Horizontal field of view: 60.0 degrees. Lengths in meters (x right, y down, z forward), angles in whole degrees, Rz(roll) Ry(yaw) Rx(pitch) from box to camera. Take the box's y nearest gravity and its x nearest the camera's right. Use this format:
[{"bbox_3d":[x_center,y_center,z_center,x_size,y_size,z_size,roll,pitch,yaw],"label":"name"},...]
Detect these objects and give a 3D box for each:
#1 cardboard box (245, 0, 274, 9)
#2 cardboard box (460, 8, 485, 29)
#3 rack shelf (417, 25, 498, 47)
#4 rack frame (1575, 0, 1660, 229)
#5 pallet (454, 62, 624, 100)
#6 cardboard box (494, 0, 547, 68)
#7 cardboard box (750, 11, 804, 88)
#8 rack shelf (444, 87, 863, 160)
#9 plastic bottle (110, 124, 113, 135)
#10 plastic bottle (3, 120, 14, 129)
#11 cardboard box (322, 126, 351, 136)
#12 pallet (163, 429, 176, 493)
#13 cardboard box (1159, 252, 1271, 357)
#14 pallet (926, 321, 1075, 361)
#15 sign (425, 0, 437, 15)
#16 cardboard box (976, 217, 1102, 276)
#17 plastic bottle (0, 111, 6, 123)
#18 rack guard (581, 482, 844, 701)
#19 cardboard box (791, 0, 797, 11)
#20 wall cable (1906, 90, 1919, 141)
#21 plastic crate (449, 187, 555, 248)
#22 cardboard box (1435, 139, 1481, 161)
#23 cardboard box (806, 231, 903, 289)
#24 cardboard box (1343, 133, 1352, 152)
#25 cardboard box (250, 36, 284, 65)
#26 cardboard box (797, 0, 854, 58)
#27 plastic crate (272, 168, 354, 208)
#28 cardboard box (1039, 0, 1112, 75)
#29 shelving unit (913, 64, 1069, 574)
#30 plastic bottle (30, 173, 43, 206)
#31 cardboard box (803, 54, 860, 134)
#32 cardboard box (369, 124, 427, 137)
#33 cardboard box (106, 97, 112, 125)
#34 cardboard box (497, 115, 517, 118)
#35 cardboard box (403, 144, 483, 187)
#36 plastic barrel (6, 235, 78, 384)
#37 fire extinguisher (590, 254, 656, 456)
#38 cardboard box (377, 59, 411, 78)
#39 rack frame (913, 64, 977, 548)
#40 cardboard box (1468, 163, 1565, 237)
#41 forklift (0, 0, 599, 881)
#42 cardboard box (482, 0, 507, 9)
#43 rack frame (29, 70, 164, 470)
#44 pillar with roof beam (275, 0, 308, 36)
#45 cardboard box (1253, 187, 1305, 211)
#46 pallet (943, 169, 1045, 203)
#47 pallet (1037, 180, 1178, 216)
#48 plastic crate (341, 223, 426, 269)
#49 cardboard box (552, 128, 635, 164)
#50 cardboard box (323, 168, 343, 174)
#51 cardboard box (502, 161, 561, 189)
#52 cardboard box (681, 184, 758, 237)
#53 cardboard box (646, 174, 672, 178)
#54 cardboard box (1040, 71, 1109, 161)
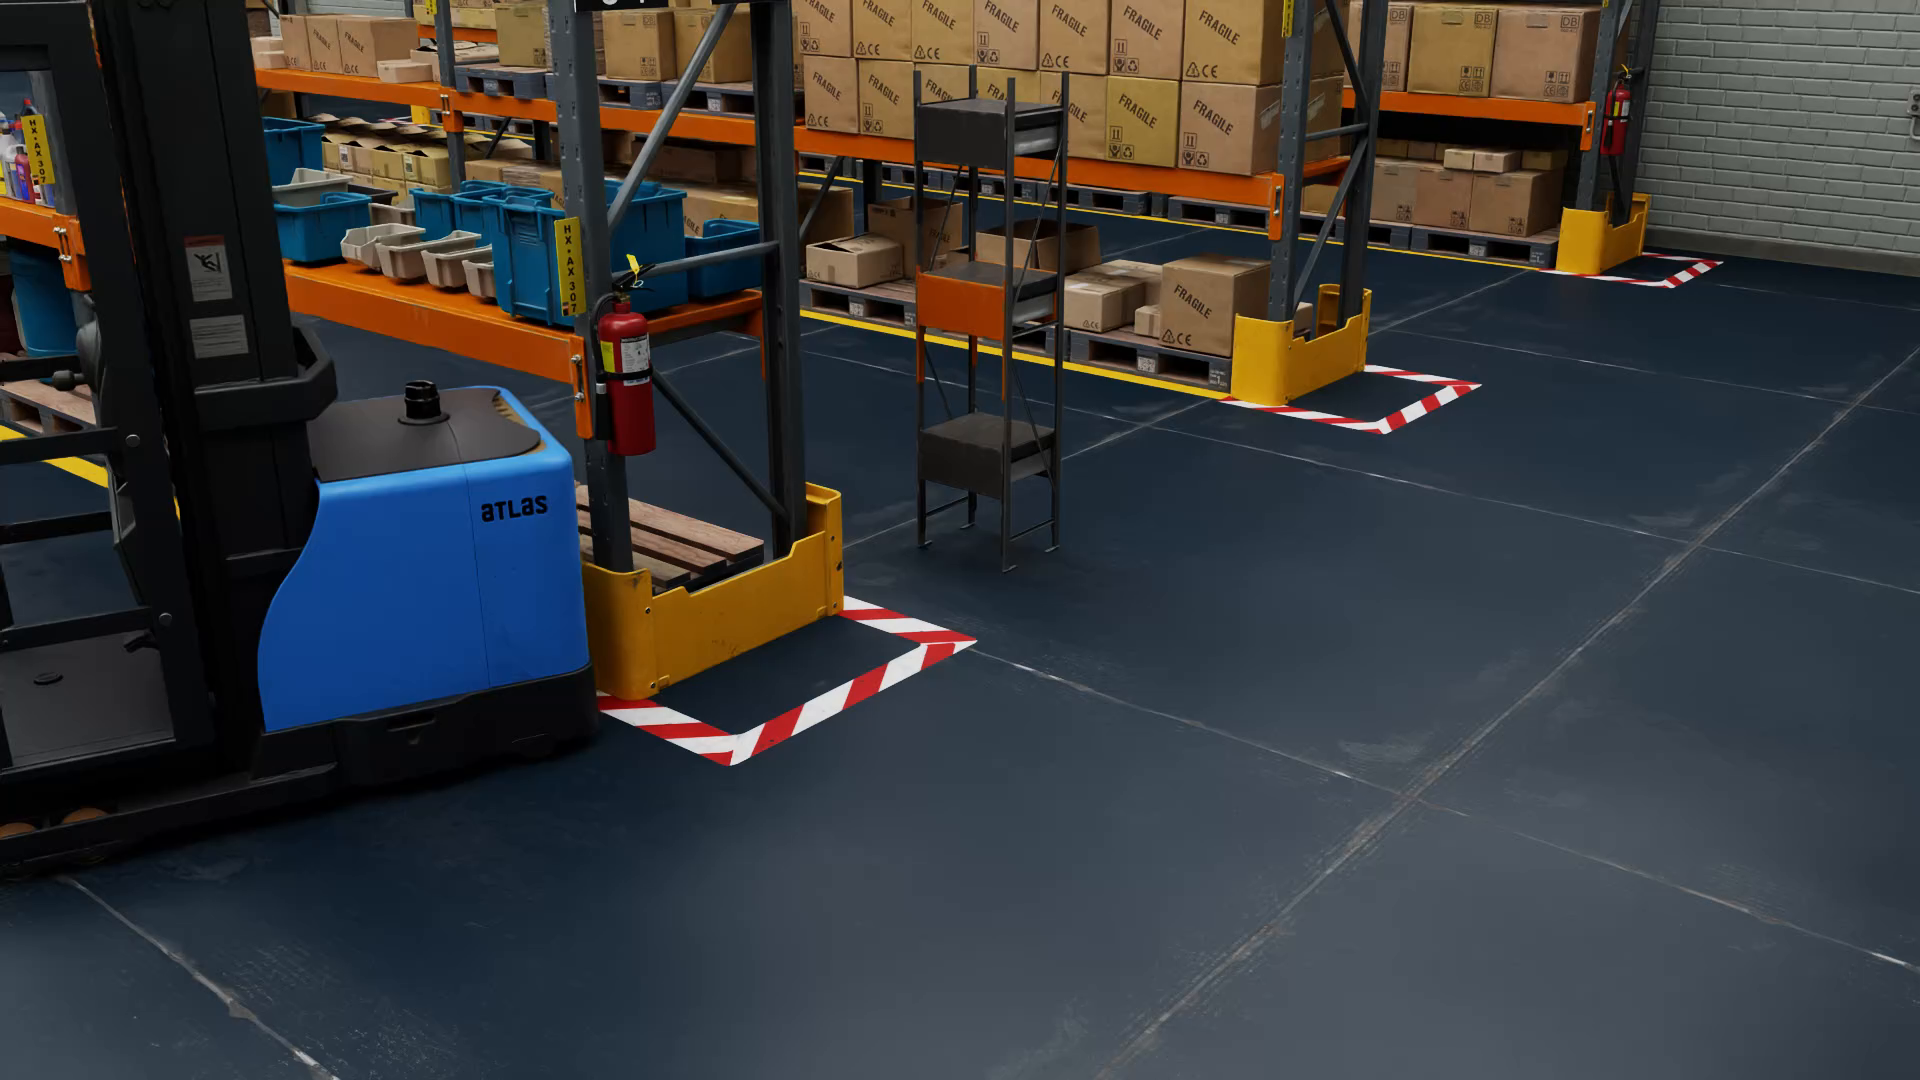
[{"bbox_3d":[-7.233,-5.497,16.932,0.250,0.149,0.380,16,26,36],"label":"cardboard box"},{"bbox_3d":[-6.137,-6.797,21.626,0.500,0.250,0.500,16,26,35],"label":"cardboard box"},{"bbox_3d":[-5.567,-6.498,21.668,4.000,0.370,1.077,16,26,36],"label":"rack shelf"},{"bbox_3d":[5.279,-3.711,13.258,0.127,3.000,1.000,16,26,36],"label":"rack frame"},{"bbox_3d":[-3.479,-3.919,14.082,1.003,0.211,1.213,16,26,36],"label":"pallet"},{"bbox_3d":[-3.489,-4.275,14.016,0.500,0.500,0.700,7,22,18],"label":"cardboard box"},{"bbox_3d":[-1.175,-3.659,12.383,0.500,0.500,0.700,7,22,18],"label":"cardboard box"},{"bbox_3d":[-2.499,-3.358,13.342,4.000,0.370,1.077,16,26,36],"label":"rack shelf"},{"bbox_3d":[-4.919,-2.251,9.563,0.135,0.276,0.152,16,26,36],"label":"plastic bottle"},{"bbox_3d":[-5.891,-2.509,10.351,0.097,0.201,0.097,0,21,0],"label":"plastic bottle"},{"bbox_3d":[-6.198,-3.817,16.047,0.500,0.311,0.500,15,25,35],"label":"cardboard box"},{"bbox_3d":[-3.490,-0.437,8.528,1.213,0.211,1.003,16,26,36],"label":"pallet"},{"bbox_3d":[1.573,-1.446,10.172,0.500,0.500,0.500,16,26,36],"label":"cardboard box"},{"bbox_3d":[0.532,-1.518,11.395,1.213,0.211,1.003,16,26,36],"label":"pallet"},{"bbox_3d":[-4.396,-4.530,13.790,0.005,0.325,0.100,16,26,36],"label":"sign"},{"bbox_3d":[0.510,-1.869,11.287,0.637,0.503,0.797,16,26,36],"label":"cardboard box"},{"bbox_3d":[-6.042,-2.585,10.454,0.097,0.271,0.097,0,21,0],"label":"plastic bottle"},{"bbox_3d":[-0.958,0.168,6.513,0.348,0.500,1.175,16,26,36],"label":"rack guard"},{"bbox_3d":[-1.739,-5.968,18.478,0.500,0.500,0.700,13,24,31],"label":"cardboard box"},{"bbox_3d":[6.869,-4.159,13.007,1.851,1.984,0.084,16,26,36],"label":"wall cable"},{"bbox_3d":[-1.988,-1.392,7.260,0.300,0.233,0.416,16,26,36],"label":"plastic crate"},{"bbox_3d":[4.310,-3.366,14.371,0.250,0.149,0.380,16,26,37],"label":"cardboard box"},{"bbox_3d":[-0.761,-2.044,12.023,0.500,0.311,0.500,16,26,36],"label":"cardboard box"},{"bbox_3d":[3.517,-3.594,14.975,0.250,0.149,0.380,16,26,37],"label":"cardboard box"},{"bbox_3d":[-6.738,-4.865,16.532,0.500,0.250,0.500,18,27,40],"label":"cardboard box"},{"bbox_3d":[-0.762,-3.581,11.355,0.500,0.500,0.500,17,26,38],"label":"cardboard box"},{"bbox_3d":[-3.018,-1.477,7.417,0.530,0.282,0.437,16,26,36],"label":"plastic crate"},{"bbox_3d":[0.834,-3.122,10.137,0.500,0.500,0.500,17,26,38],"label":"cardboard box"},{"bbox_3d":[0.128,-0.946,7.200,0.503,2.100,0.431,16,26,36],"label":"shelving unit"},{"bbox_3d":[-4.701,-1.820,8.526,0.097,0.201,0.097,0,21,0],"label":"plastic bottle"},{"bbox_3d":[-0.727,-3.107,11.515,0.500,0.500,0.500,17,26,38],"label":"cardboard box"},{"bbox_3d":[-5.473,-3.854,16.145,0.500,0.311,0.500,16,26,36],"label":"cardboard box"},{"bbox_3d":[-9.187,-4.787,18.351,0.500,0.500,0.500,16,26,36],"label":"cardboard box"},{"bbox_3d":[-5.659,-5.834,21.806,0.500,0.500,0.700,14,25,33],"label":"cardboard box"},{"bbox_3d":[-4.610,-3.363,14.842,0.500,0.311,0.500,17,26,38],"label":"cardboard box"},{"bbox_3d":[-5.043,-1.394,9.493,0.708,0.901,0.600,16,26,36],"label":"plastic barrel"},{"bbox_3d":[-1.156,-0.634,5.738,0.183,0.674,0.296,16,26,36],"label":"fire extinguisher"},{"bbox_3d":[-5.072,-4.293,15.156,0.250,0.149,0.380,19,27,40],"label":"cardboard box"},{"bbox_3d":[-0.061,-1.000,7.344,0.015,2.100,0.400,16,26,36],"label":"rack frame"},{"bbox_3d":[4.673,-2.867,13.967,0.500,0.500,0.700,16,26,36],"label":"cardboard box"},{"bbox_3d":[-2.803,-0.566,5.016,3.031,2.935,1.130,-10,23,-25],"label":"forklift"},{"bbox_3d":[-5.756,-7.040,21.208,0.500,0.500,0.500,17,27,38],"label":"cardboard box"},{"bbox_3d":[-4.084,-1.895,8.443,0.127,3.000,1.000,16,26,36],"label":"rack frame"},{"bbox_3d":[-13.398,-10.330,22.308,0.400,9.000,9.100,16,26,36],"label":"pillar with roof beam"},{"bbox_3d":[3.082,-3.323,15.176,0.500,0.500,0.700,16,26,36],"label":"cardboard box"},{"bbox_3d":[0.585,-3.723,17.240,1.213,0.211,1.003,16,26,36],"label":"pallet"},{"bbox_3d":[1.535,-3.450,16.519,1.213,0.211,1.003,16,26,36],"label":"pallet"},{"bbox_3d":[-2.419,-1.225,6.955,0.250,0.136,0.298,16,26,36],"label":"plastic crate"},{"bbox_3d":[-3.129,-3.372,14.216,0.500,0.250,0.500,17,27,38],"label":"cardboard box"},{"bbox_3d":[-5.799,-3.443,15.848,0.500,0.250,0.500,17,26,37],"label":"cardboard box"},{"bbox_3d":[-3.467,-2.882,13.980,0.500,0.500,0.500,15,25,34],"label":"cardboard box"},{"bbox_3d":[-1.890,-2.429,12.778,0.500,0.500,0.500,16,26,36],"label":"cardboard box"},{"bbox_3d":[-2.364,-2.802,13.766,0.500,0.500,0.500,15,25,34],"label":"cardboard box"},{"bbox_3d":[0.843,-2.656,10.319,0.500,0.500,0.500,16,26,37],"label":"cardboard box"}]
